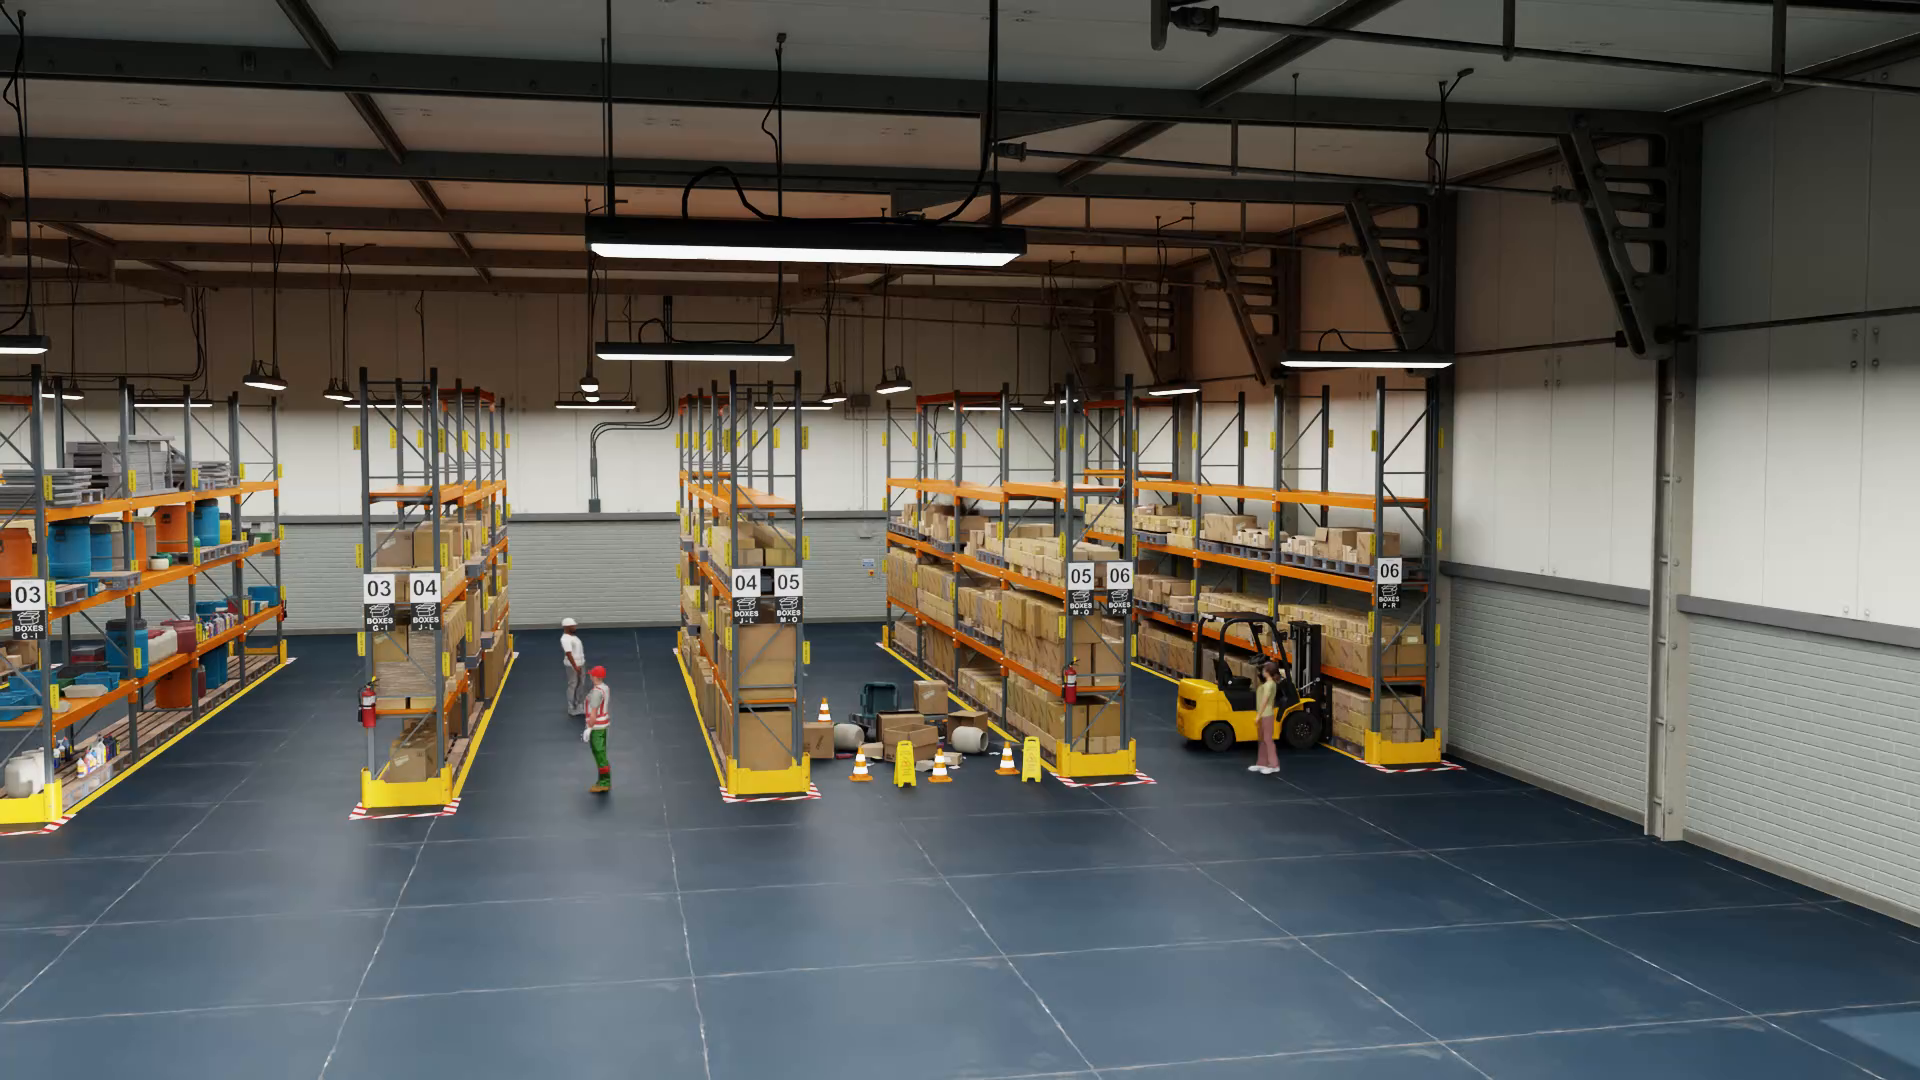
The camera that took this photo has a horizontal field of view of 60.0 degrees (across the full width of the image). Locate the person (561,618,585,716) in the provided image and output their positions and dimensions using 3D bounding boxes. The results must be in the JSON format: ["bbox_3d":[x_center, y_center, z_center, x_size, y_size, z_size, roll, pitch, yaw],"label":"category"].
[{"bbox_3d":[-7.033,2.326,30.443,0.586,1.805,0.671,1,4,21],"label":"person"}]

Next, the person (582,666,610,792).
[{"bbox_3d":[-5.173,2.696,23.746,0.356,1.810,0.616,0,3,-1],"label":"person"}]

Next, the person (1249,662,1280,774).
[{"bbox_3d":[4.615,2.677,25.082,0.426,1.673,0.456,0,3,-2],"label":"person"}]

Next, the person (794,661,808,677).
[{"bbox_3d":[-3.561,2.050,35.299,0.423,1.707,0.529,-1,4,-18],"label":"person"}]
